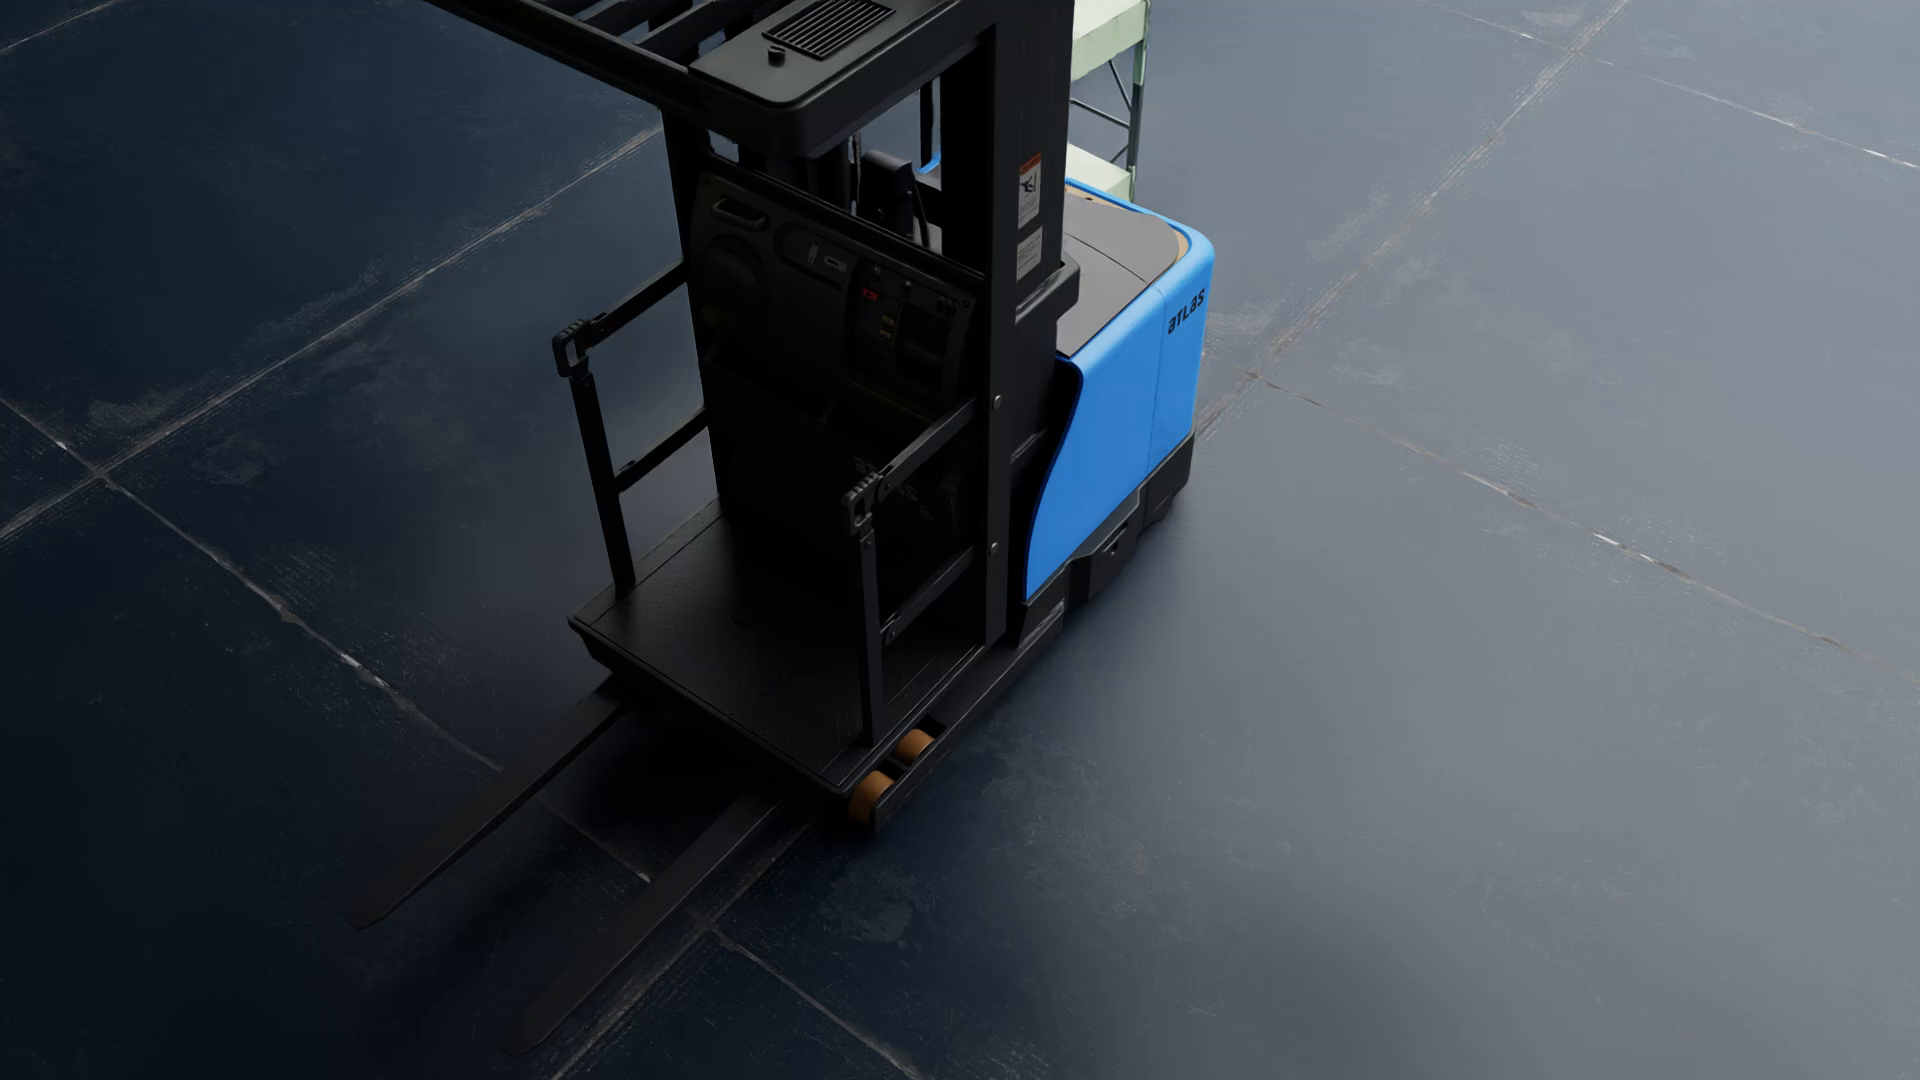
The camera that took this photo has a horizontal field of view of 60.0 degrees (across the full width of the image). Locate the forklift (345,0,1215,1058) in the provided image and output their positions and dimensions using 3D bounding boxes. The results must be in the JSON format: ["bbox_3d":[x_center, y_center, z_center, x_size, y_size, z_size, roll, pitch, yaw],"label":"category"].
[{"bbox_3d":[-0.478,-0.570,4.267,1.130,2.935,3.031,29,53,25],"label":"forklift"}]

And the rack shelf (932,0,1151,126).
[{"bbox_3d":[0.267,-1.678,5.776,0.431,0.370,0.720,33,55,27],"label":"rack shelf"}]

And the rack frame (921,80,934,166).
[{"bbox_3d":[0.022,-1.211,5.870,0.400,1.500,0.023,33,55,27],"label":"rack frame"}]

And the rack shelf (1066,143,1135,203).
[{"bbox_3d":[0.267,-1.183,6.294,0.431,0.370,0.720,33,55,27],"label":"rack shelf"}]

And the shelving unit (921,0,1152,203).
[{"bbox_3d":[0.267,-1.408,6.058,0.431,1.500,0.755,33,55,27],"label":"shelving unit"}]

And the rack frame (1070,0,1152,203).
[{"bbox_3d":[0.511,-1.605,6.246,0.400,1.500,0.023,33,55,27],"label":"rack frame"}]
